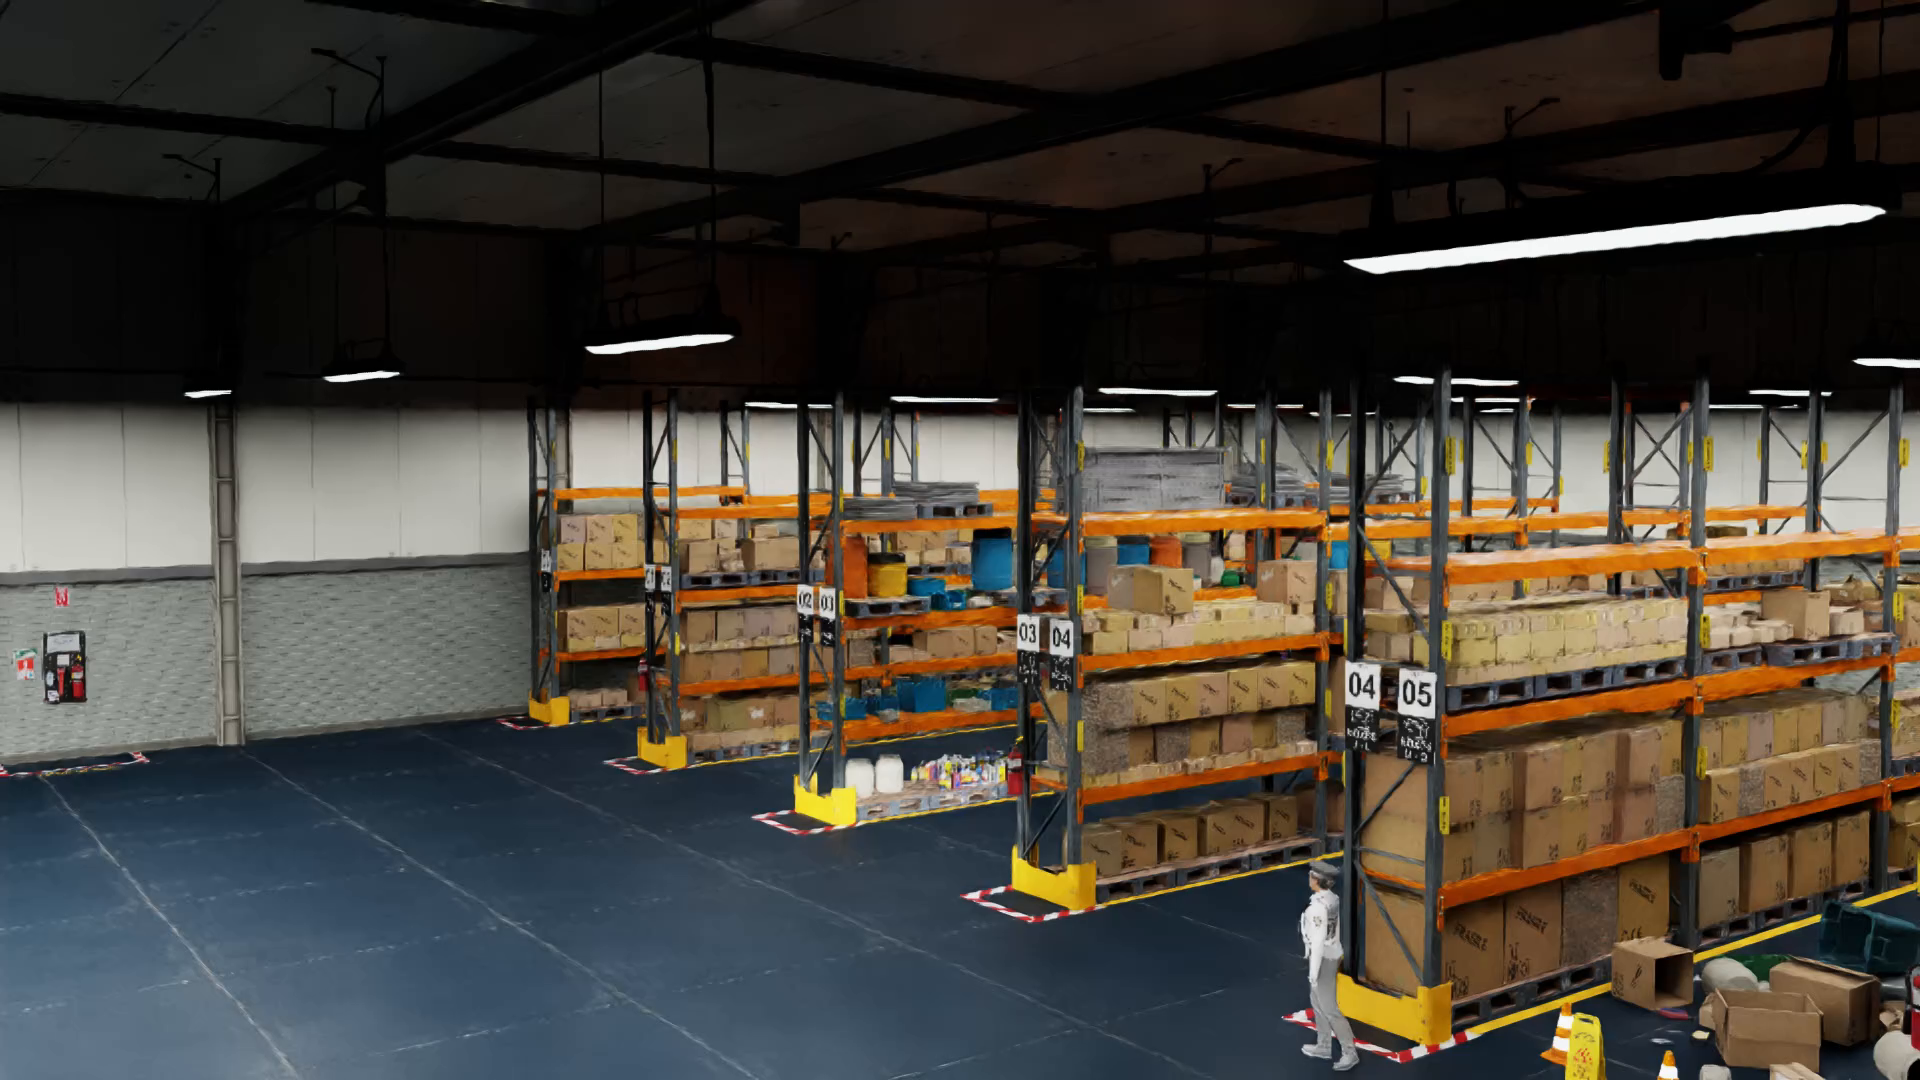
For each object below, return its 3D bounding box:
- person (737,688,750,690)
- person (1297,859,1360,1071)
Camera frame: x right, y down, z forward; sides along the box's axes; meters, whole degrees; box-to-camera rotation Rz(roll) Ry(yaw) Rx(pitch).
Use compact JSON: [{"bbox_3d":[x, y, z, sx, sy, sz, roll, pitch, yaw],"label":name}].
[{"bbox_3d":[-3.930,2.613,29.472,1.059,1.567,0.449,-2,4,-32],"label":"person"},{"bbox_3d":[3.085,3.520,13.859,0.506,1.665,0.568,2,4,26],"label":"person"}]
